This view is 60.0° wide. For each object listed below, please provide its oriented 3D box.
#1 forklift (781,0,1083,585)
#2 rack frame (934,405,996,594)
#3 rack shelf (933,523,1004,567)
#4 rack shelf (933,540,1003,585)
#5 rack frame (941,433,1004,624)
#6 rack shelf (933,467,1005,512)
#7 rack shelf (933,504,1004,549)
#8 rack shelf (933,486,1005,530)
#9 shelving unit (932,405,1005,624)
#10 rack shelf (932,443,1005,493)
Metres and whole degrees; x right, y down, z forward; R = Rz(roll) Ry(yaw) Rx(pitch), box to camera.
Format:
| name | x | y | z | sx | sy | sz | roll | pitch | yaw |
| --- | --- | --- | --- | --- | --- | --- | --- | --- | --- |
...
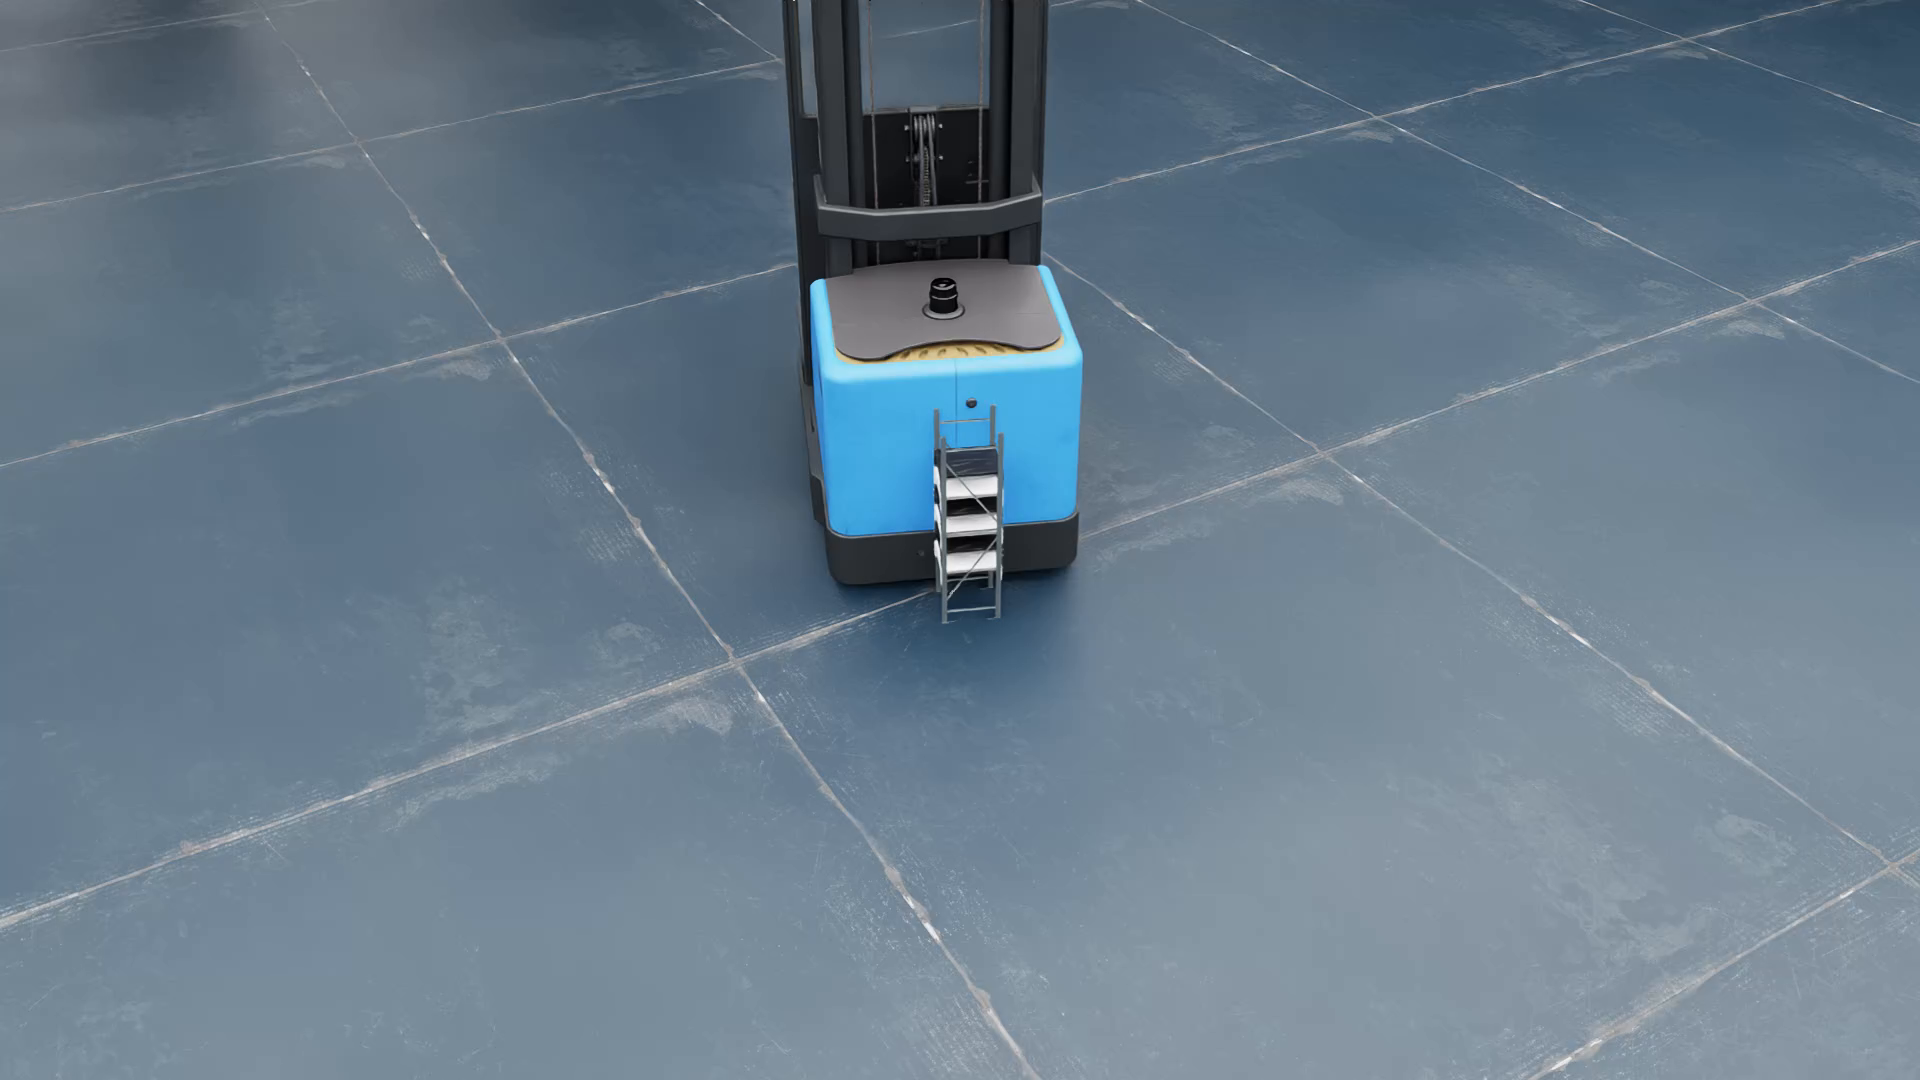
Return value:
| name | x | y | z | sx | sy | sz | roll | pitch | yaw |
| --- | --- | --- | --- | --- | --- | --- | --- | --- | --- |
| forklift | -0.215 | -1.859 | 7.310 | 1.130 | 2.935 | 3.031 | -5 | 36 | -6 |
| rack frame | 0.019 | -0.150 | 6.693 | 0.240 | 0.900 | 0.006 | -5 | 36 | -6 |
| rack shelf | 0.033 | 0.009 | 6.684 | 0.258 | 0.077 | 0.200 | -5 | 36 | -6 |
| rack shelf | 0.033 | 0.082 | 6.737 | 0.258 | 0.077 | 0.200 | -5 | 36 | -6 |
| rack frame | 0.046 | -0.031 | 6.530 | 0.240 | 0.900 | 0.006 | -5 | 36 | -6 |
| rack shelf | 0.033 | -0.209 | 6.525 | 0.258 | 0.077 | 0.200 | -5 | 36 | -6 |
| rack shelf | 0.033 | -0.064 | 6.631 | 0.258 | 0.077 | 0.200 | -5 | 36 | -6 |
| rack shelf | 0.033 | -0.136 | 6.578 | 0.258 | 0.077 | 0.200 | -5 | 36 | -6 |
| shelving unit | 0.033 | -0.091 | 6.611 | 0.258 | 0.900 | 0.210 | -5 | 36 | -6 |
| rack shelf | 0.033 | -0.282 | 6.472 | 0.258 | 0.077 | 0.200 | -5 | 36 | -6 |
